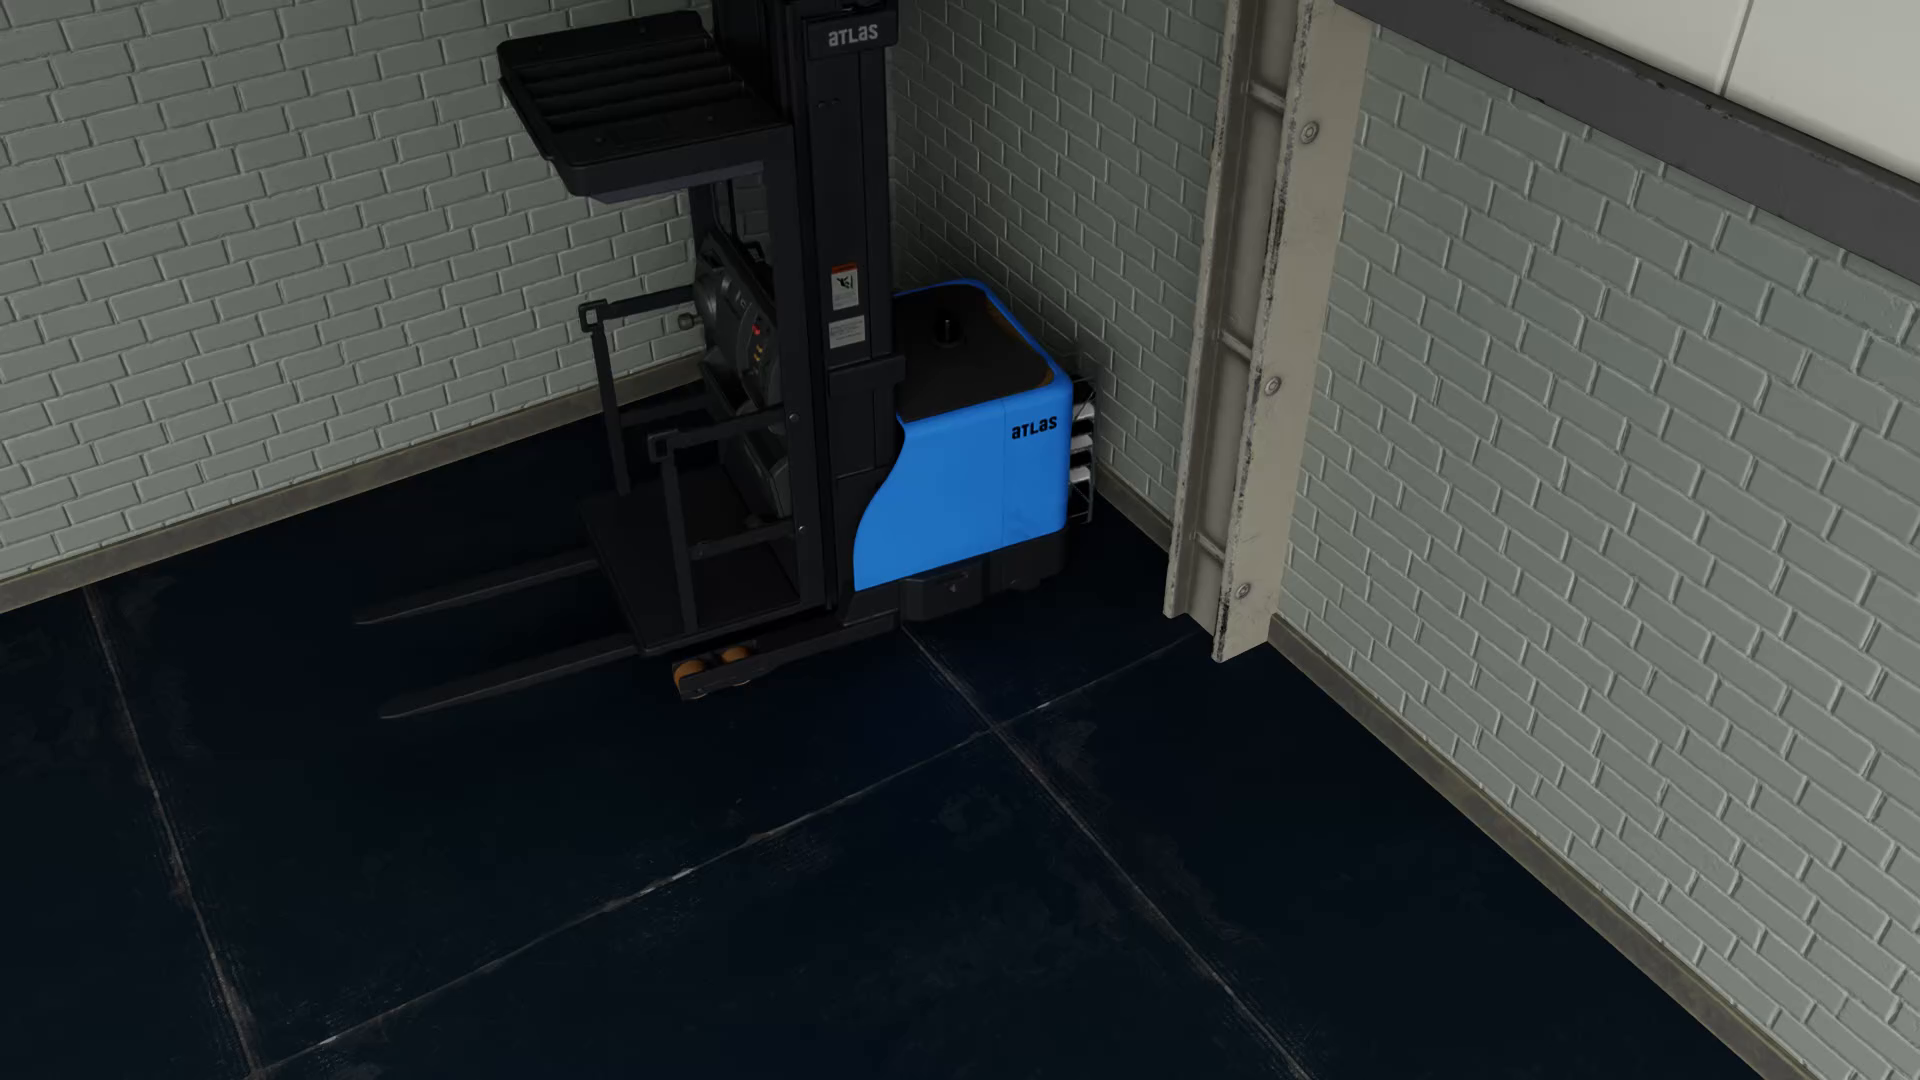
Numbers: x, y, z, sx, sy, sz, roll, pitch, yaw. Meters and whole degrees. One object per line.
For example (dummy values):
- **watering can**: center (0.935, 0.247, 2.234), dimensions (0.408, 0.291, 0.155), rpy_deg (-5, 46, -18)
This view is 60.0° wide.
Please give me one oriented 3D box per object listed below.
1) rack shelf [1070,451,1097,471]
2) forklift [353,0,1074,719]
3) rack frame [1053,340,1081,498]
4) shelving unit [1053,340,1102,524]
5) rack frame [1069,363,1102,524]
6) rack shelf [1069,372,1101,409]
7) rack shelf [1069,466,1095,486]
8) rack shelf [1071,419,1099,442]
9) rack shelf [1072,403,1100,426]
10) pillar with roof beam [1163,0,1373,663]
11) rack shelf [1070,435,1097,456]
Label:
- **rack shelf**: center (0.474, -0.369, 7.742), dimensions (0.258, 0.077, 0.200), rpy_deg (-16, 42, -19)
- **forklift**: center (-1.069, -0.844, 6.533), dimensions (3.031, 2.935, 1.130), rpy_deg (-16, 43, -19)
- **rack frame**: center (0.432, -0.523, 7.735), dimensions (0.240, 0.900, 0.006), rpy_deg (-16, 42, -19)
- **shelving unit**: center (0.475, -0.464, 7.664), dimensions (0.258, 0.900, 0.210), rpy_deg (-16, 42, -19)
- **rack frame**: center (0.517, -0.405, 7.593), dimensions (0.240, 0.900, 0.006), rpy_deg (-16, 42, -19)
- **rack shelf**: center (0.476, -0.646, 7.512), dimensions (0.258, 0.077, 0.200), rpy_deg (-16, 42, -19)
- **rack shelf**: center (0.474, -0.300, 7.800), dimensions (0.258, 0.077, 0.200), rpy_deg (-16, 42, -19)
- **rack shelf**: center (0.475, -0.508, 7.627), dimensions (0.258, 0.077, 0.200), rpy_deg (-16, 42, -19)
- **rack shelf**: center (0.475, -0.577, 7.570), dimensions (0.258, 0.077, 0.200), rpy_deg (-16, 42, -19)
- **pillar with roof beam**: center (-2.491, -1.602, 2.703), dimensions (9.100, 9.000, 0.400), rpy_deg (-22, 45, -24)
- **rack shelf**: center (0.475, -0.438, 7.685), dimensions (0.258, 0.077, 0.200), rpy_deg (-16, 42, -19)
